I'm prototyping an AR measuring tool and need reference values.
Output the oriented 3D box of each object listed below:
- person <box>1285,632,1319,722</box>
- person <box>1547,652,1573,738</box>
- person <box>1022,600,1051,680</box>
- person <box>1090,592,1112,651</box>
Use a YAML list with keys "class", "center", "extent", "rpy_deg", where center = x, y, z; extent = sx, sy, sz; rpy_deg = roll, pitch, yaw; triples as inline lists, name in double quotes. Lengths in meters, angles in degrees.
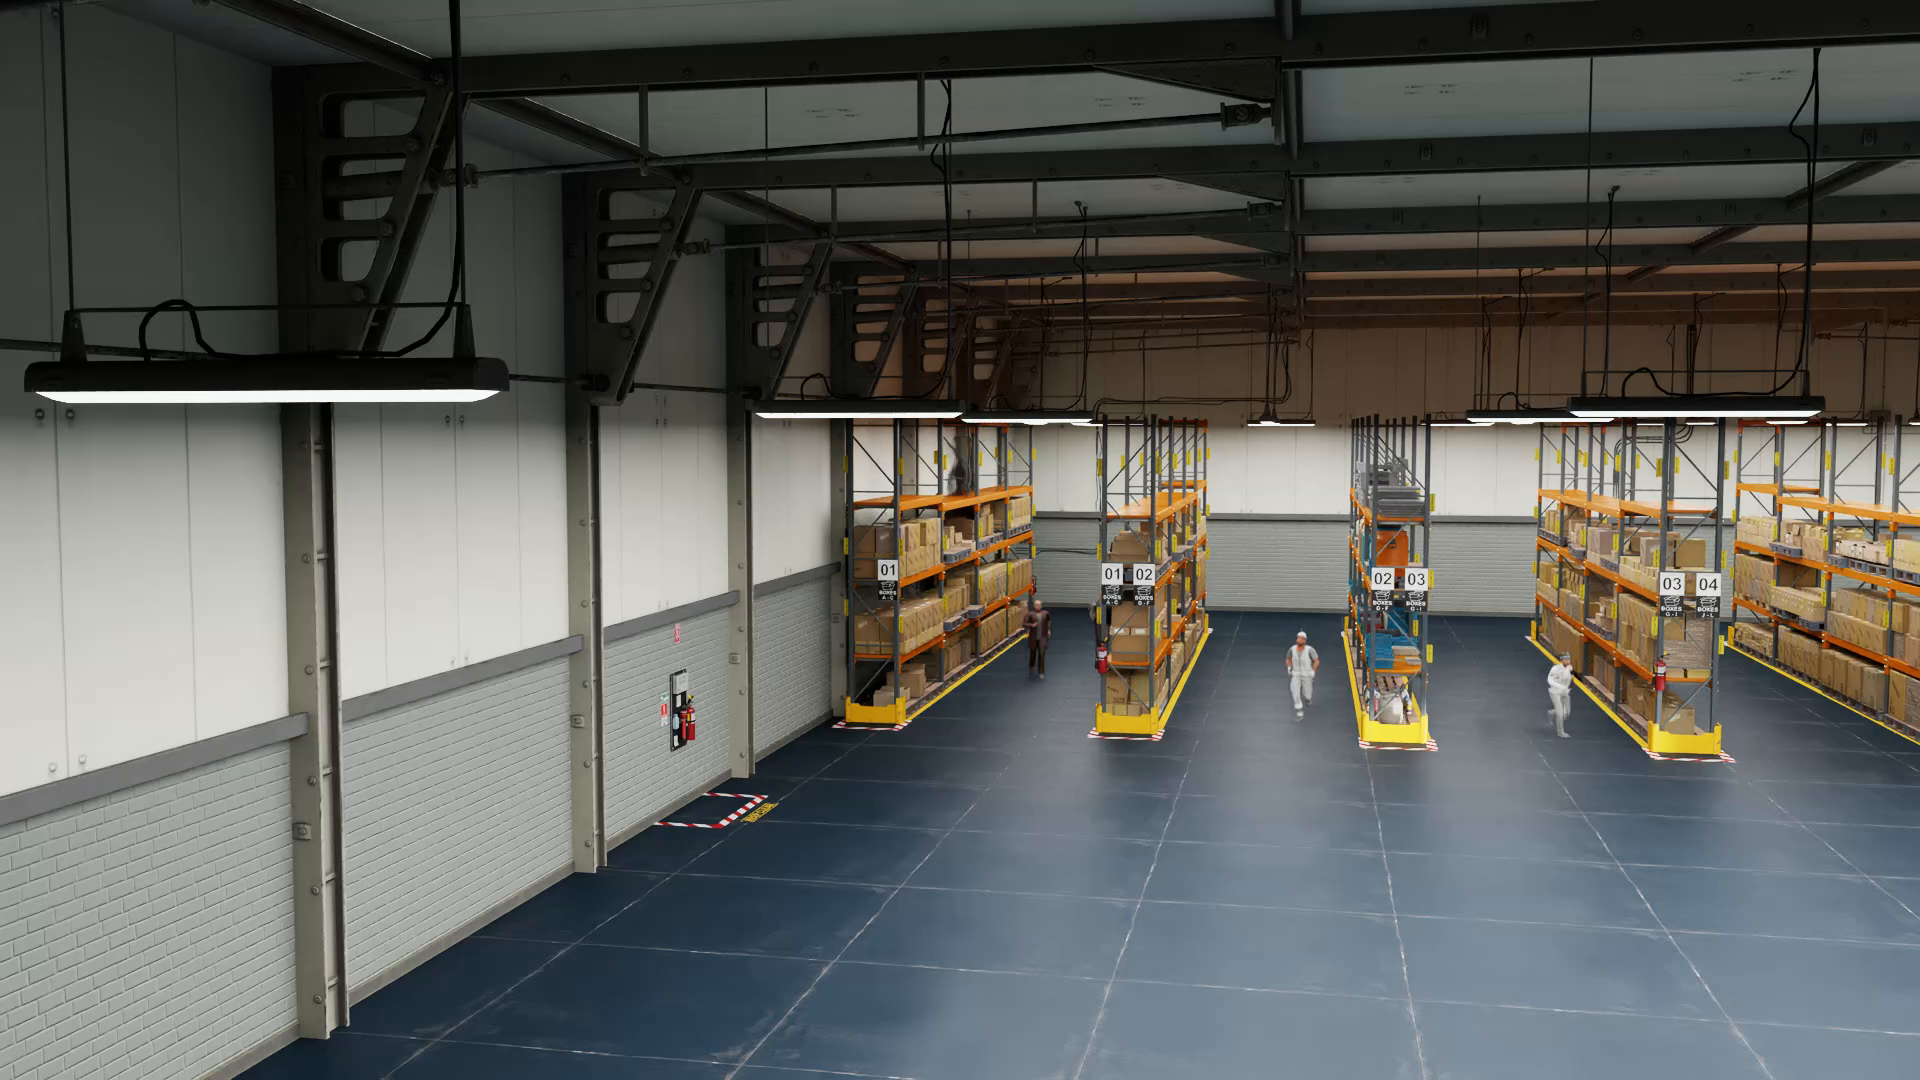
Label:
- class: "person"
  center: [6.743, 2.684, 32.843]
  extent: [0.664, 1.747, 0.802]
  rpy_deg: [1, 4, 18]
- class: "person"
  center: [11.159, 2.858, 30.924]
  extent: [0.599, 1.629, 0.679]
  rpy_deg: [-1, 4, -13]
- class: "person"
  center: [1.769, 2.264, 38.164]
  extent: [0.718, 1.779, 1.023]
  rpy_deg: [0, 4, -7]
- class: "person"
  center: [3.550, 2.119, 41.388]
  extent: [0.651, 1.702, 0.876]
  rpy_deg: [0, 4, 7]
